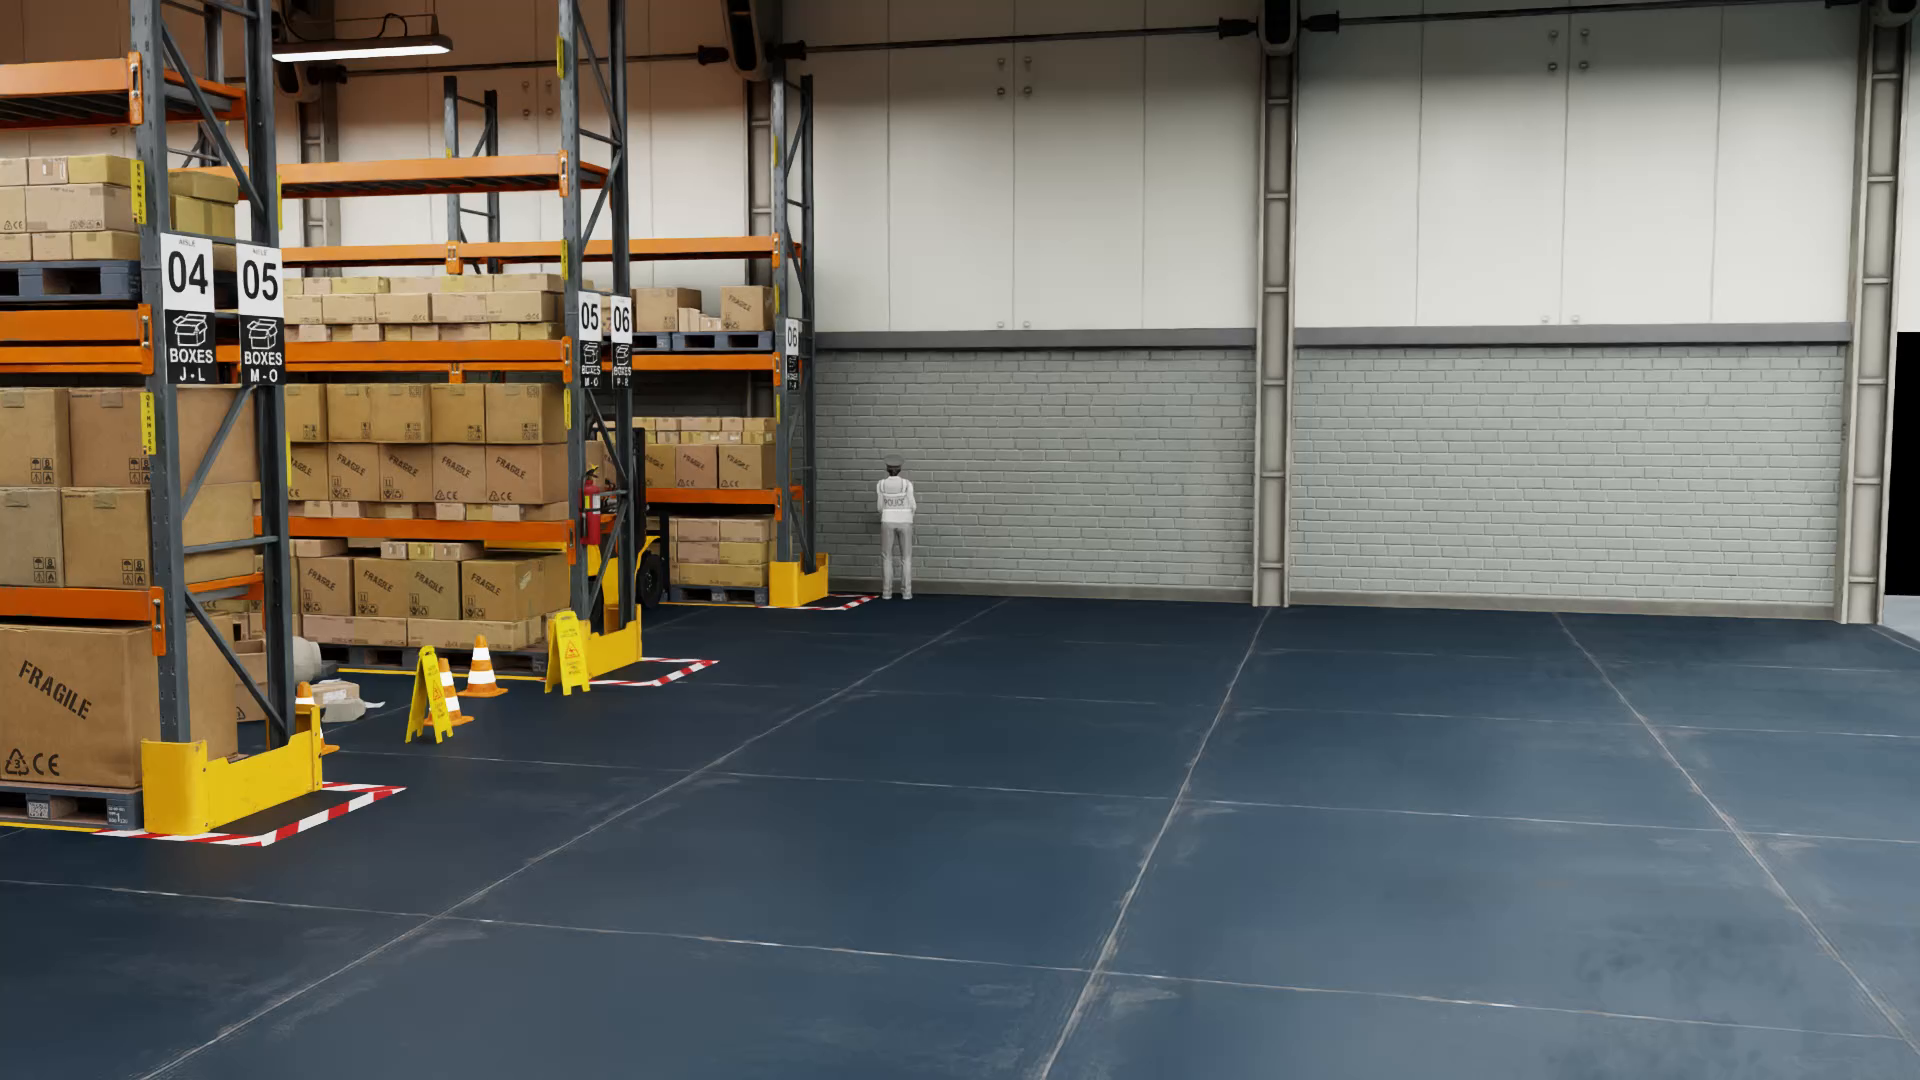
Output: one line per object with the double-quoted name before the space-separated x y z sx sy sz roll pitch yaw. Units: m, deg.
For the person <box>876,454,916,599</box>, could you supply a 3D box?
"person" -0.733 -0.159 19.238 0.459 1.686 0.556 0 5 3
